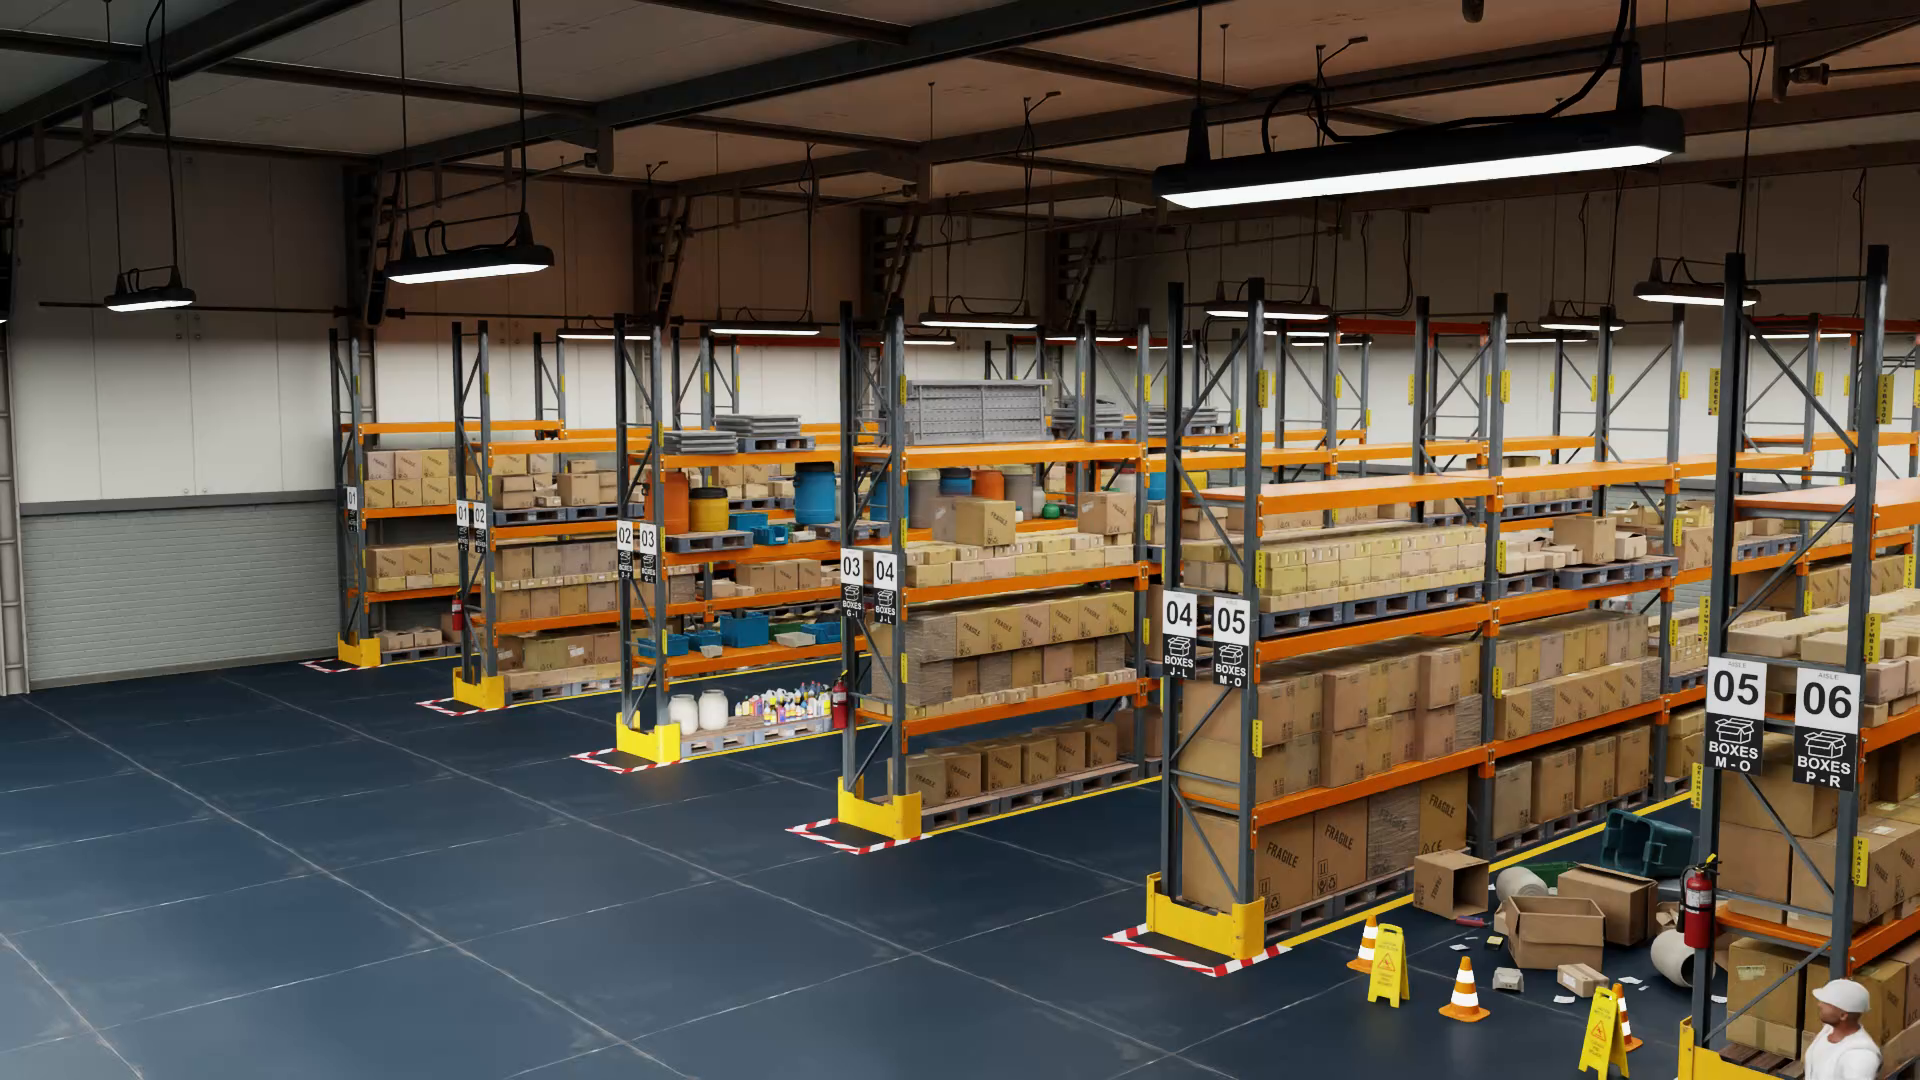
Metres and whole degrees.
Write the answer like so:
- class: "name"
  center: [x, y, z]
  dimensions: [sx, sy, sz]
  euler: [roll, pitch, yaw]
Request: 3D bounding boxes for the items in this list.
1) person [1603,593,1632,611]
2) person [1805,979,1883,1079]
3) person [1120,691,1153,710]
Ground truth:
- class: "person"
  center: [12.641, 1.138, 31.925]
  dimensions: [1.032, 1.729, 0.539]
  euler: [-2, 6, -17]
- class: "person"
  center: [4.943, 3.379, 9.431]
  dimensions: [0.707, 1.812, 0.539]
  euler: [-1, 6, -10]
- class: "person"
  center: [2.530, 1.989, 23.862]
  dimensions: [0.592, 1.669, 0.590]
  euler: [1, 6, 13]
